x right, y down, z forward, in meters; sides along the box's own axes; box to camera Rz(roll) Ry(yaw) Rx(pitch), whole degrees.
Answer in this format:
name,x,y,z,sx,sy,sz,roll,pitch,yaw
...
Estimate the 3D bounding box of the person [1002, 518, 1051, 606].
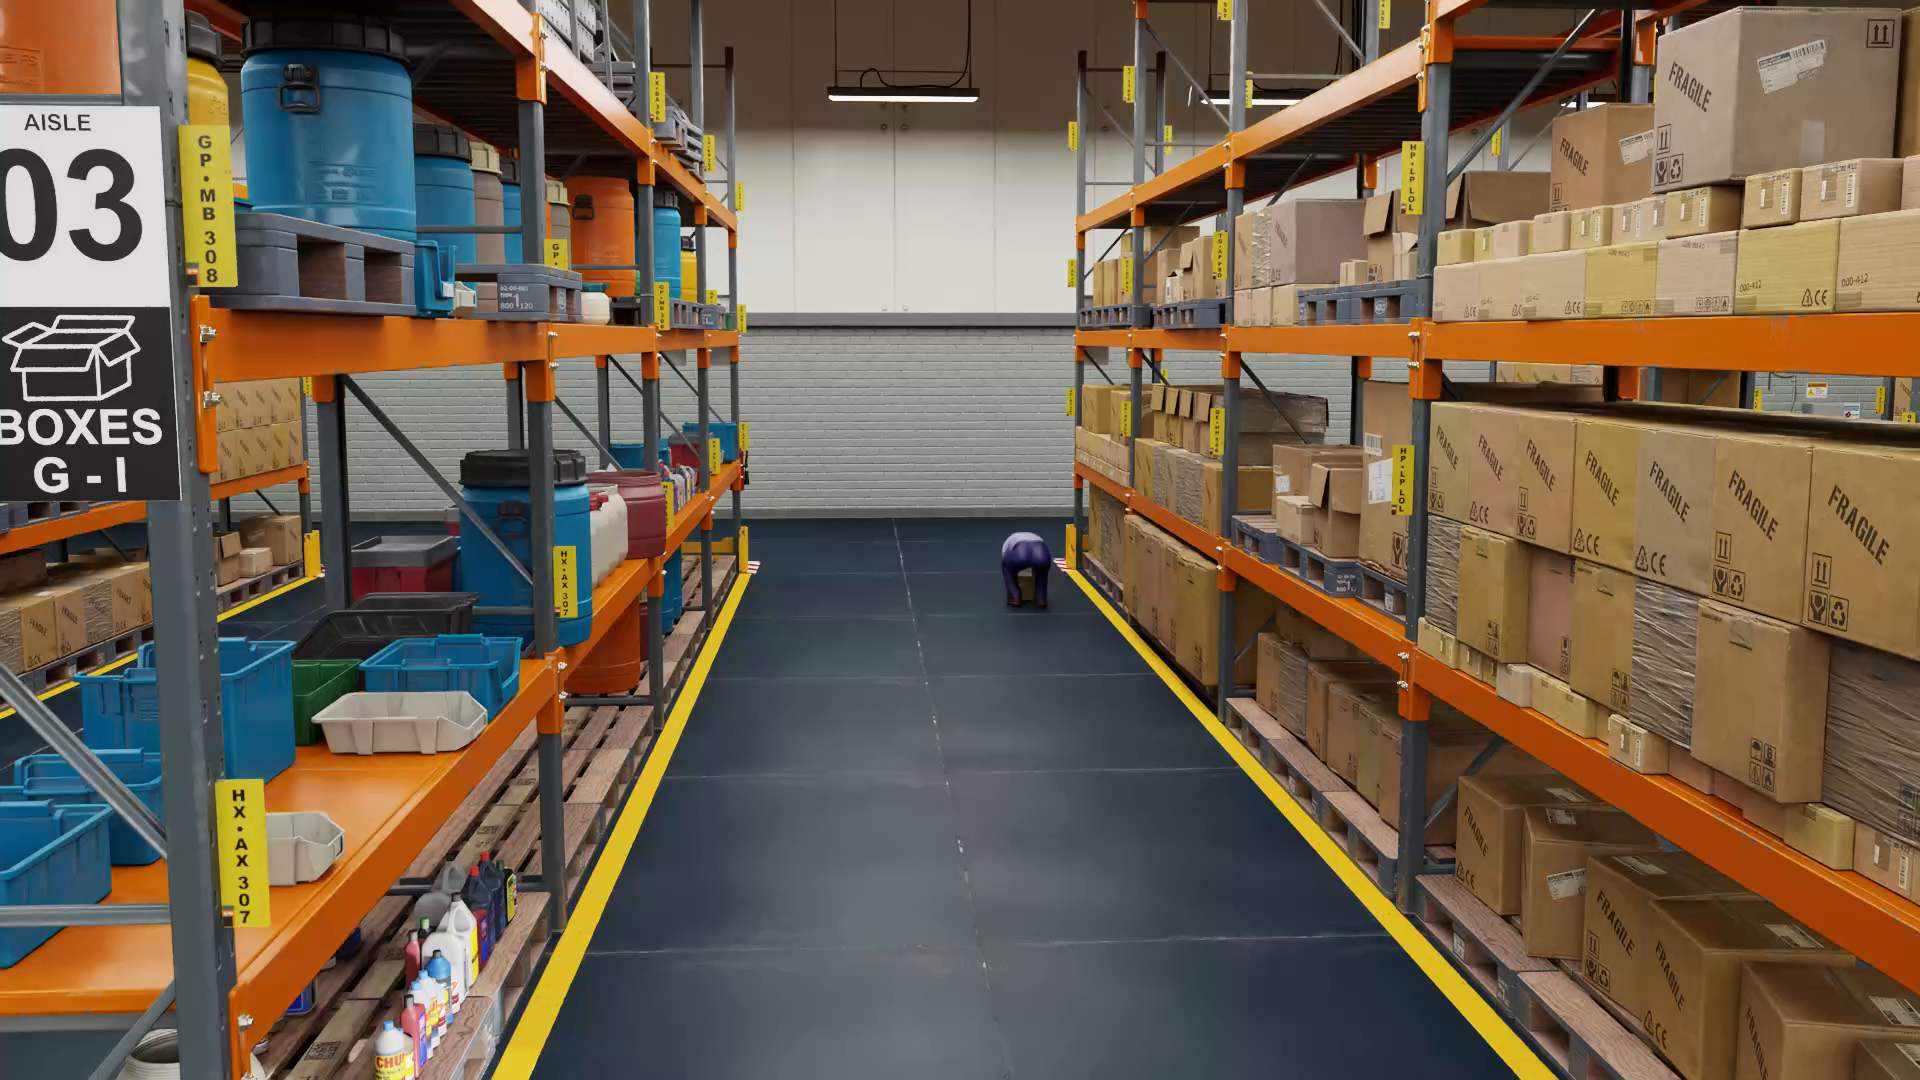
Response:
name,x,y,z,sx,sy,sz,roll,pitch,yaw
person,0.678,0.207,17.180,0.498,0.908,0.901,-1,7,-7
